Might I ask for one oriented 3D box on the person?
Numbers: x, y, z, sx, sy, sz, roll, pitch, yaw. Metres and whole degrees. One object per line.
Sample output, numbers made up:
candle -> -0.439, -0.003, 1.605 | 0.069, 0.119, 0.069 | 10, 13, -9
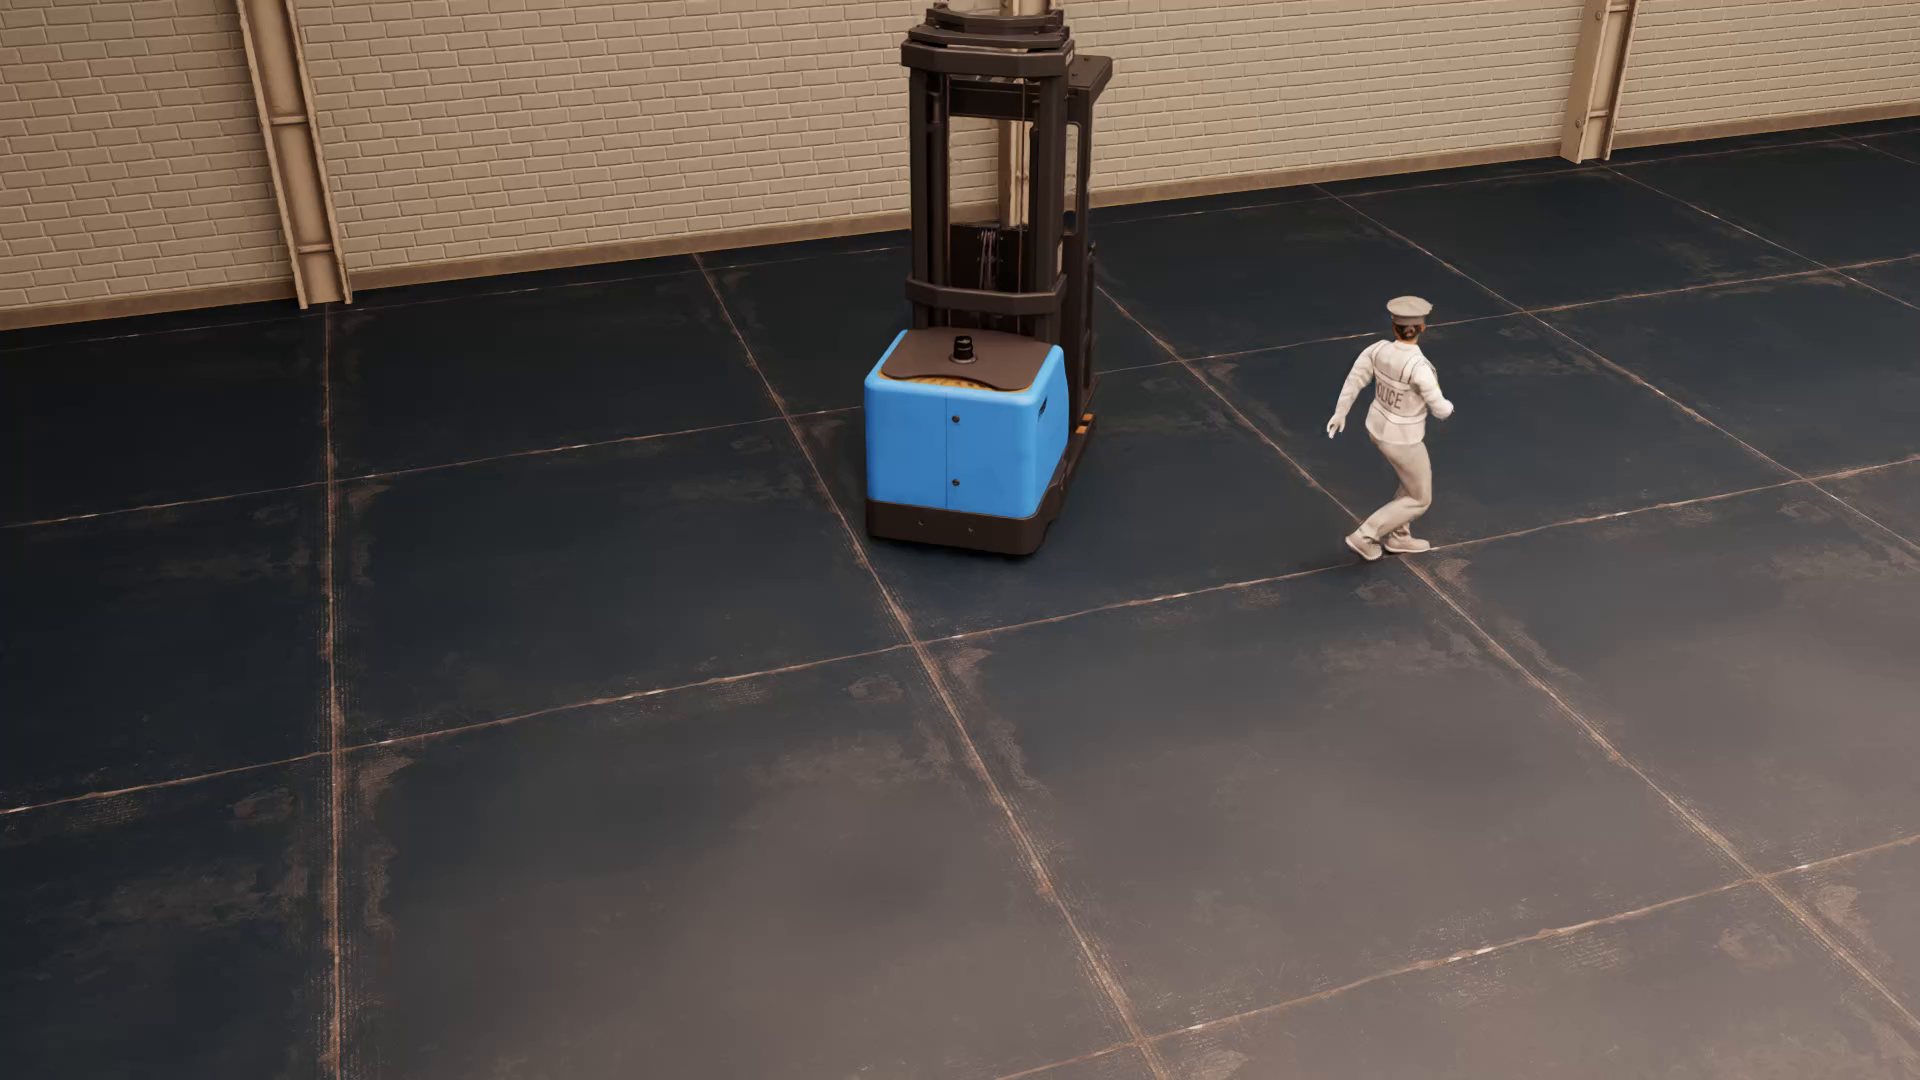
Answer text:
person -> 2.503, -0.615, 9.507 | 0.634, 1.605, 0.587 | -6, 31, -11

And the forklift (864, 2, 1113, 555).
forklift -> 0.300, -1.905, 10.397 | 1.130, 2.935, 3.031 | 7, 31, 13
